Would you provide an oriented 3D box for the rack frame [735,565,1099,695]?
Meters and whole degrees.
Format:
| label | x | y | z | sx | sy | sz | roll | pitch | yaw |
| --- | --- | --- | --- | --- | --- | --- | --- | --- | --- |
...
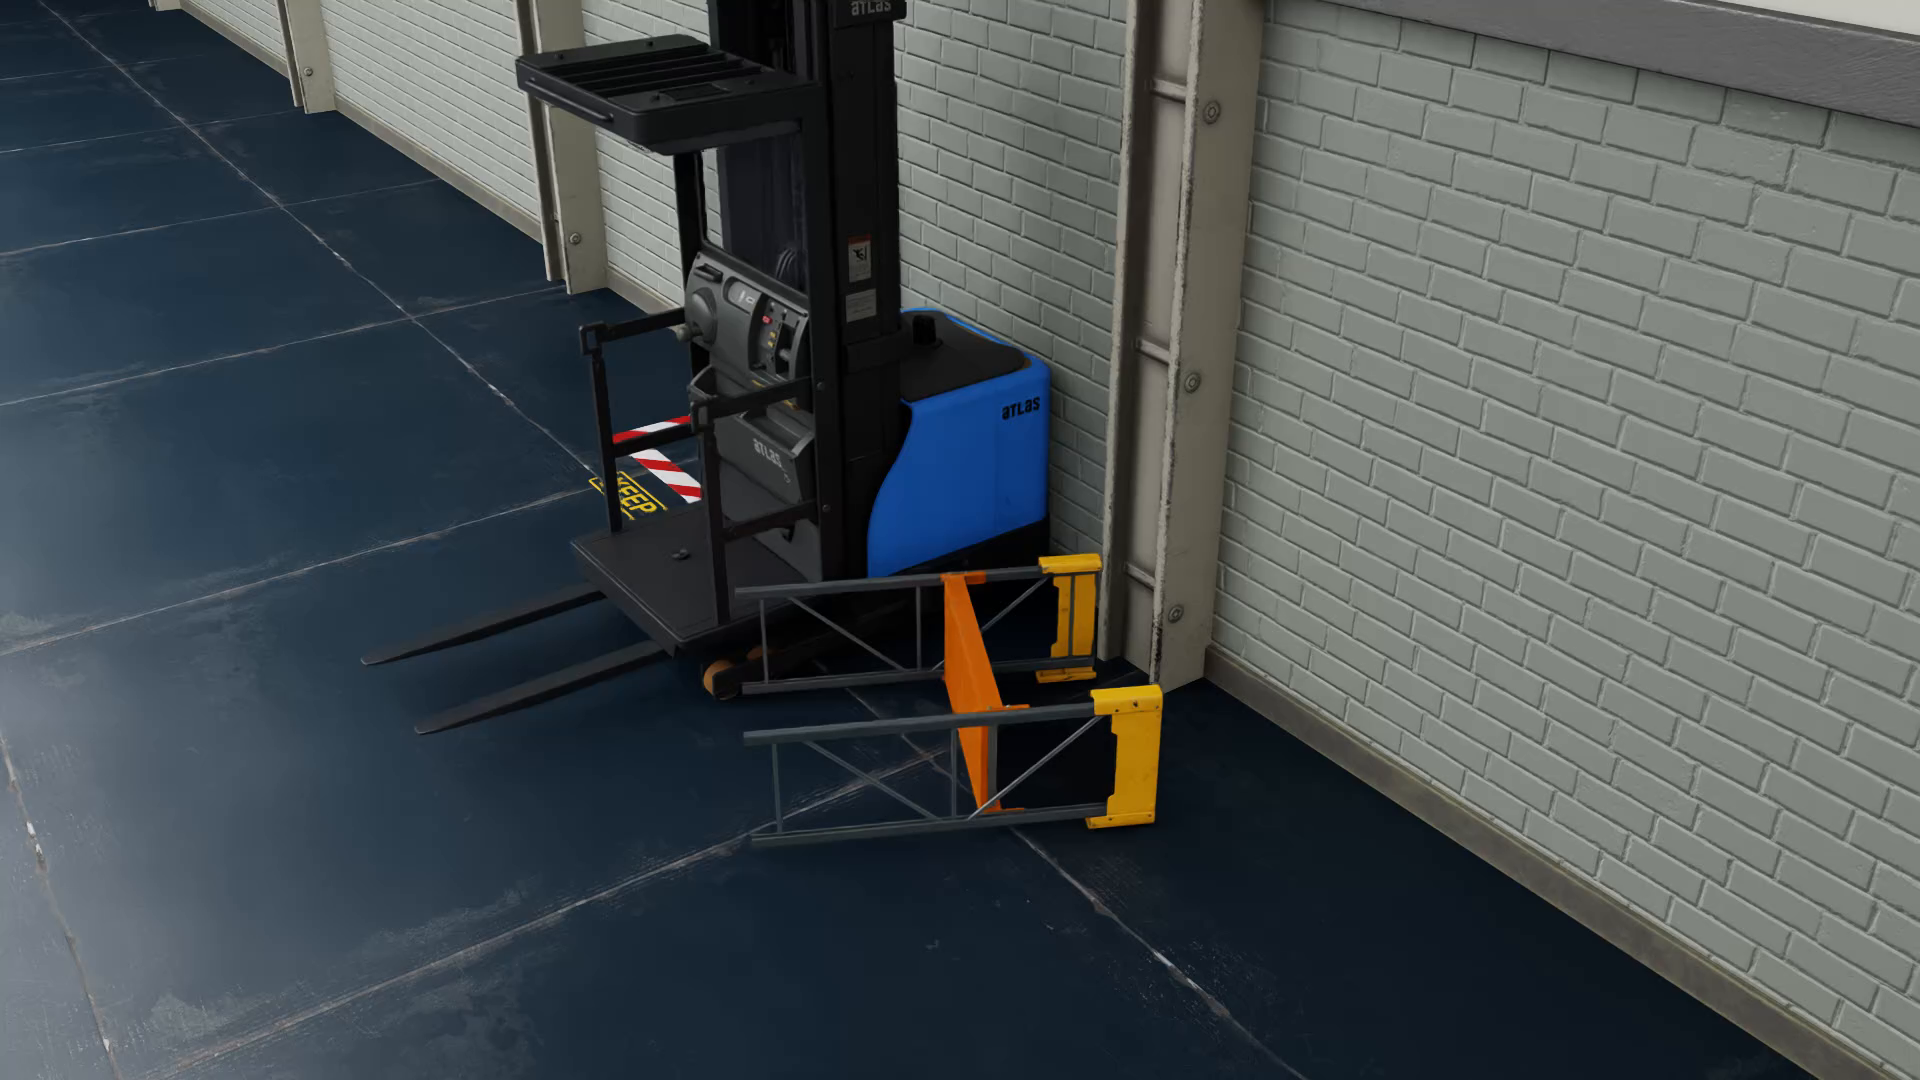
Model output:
| label | x | y | z | sx | sy | sz | roll | pitch | yaw |
| --- | --- | --- | --- | --- | --- | --- | --- | --- | --- |
| rack frame | -0.168 | 0.368 | 6.931 | 1.500 | 0.500 | 0.032 | -4 | 29 | -7 |

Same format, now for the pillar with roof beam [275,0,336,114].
| label | x | y | z | sx | sy | sz | roll | pitch | yaw |
| --- | --- | --- | --- | --- | --- | --- | --- | --- | --- |
| pillar with roof beam | -9.631 | -6.884 | 11.497 | 9.100 | 9.000 | 0.400 | -19 | 34 | -31 |

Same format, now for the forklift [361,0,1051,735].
| label | x | y | z | sx | sy | sz | roll | pitch | yaw |
| --- | --- | --- | --- | --- | --- | --- | --- | --- | --- |
| forklift | -1.064 | -0.901 | 6.837 | 3.031 | 2.935 | 1.130 | -19 | 34 | -31 |

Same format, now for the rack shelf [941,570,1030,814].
| label | x | y | z | sx | sy | sz | roll | pitch | yaw |
| --- | --- | --- | --- | --- | --- | --- | --- | --- | --- |
| rack shelf | 0.085 | 0.595 | 6.512 | 0.185 | 0.538 | 1.000 | -4 | 29 | -7 |

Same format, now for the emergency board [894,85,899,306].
| label | x | y | z | sx | sy | sz | roll | pitch | yaw |
| --- | --- | --- | --- | --- | --- | --- | --- | --- | --- |
| emergency board | -0.566 | -1.746 | 8.322 | 0.194 | 1.169 | 0.643 | -19 | 34 | -31 |

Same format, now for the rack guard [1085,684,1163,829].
| label | x | y | z | sx | sy | sz | roll | pitch | yaw |
| --- | --- | --- | --- | --- | --- | --- | --- | --- | --- |
| rack guard | 0.600 | 0.803 | 6.129 | 0.250 | 0.587 | 0.087 | -4 | 29 | -7 |

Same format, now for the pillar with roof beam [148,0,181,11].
| label | x | y | z | sx | sy | sz | roll | pitch | yaw |
| --- | --- | --- | --- | --- | --- | --- | --- | --- | --- |
| pillar with roof beam | -13.111 | -9.217 | 15.792 | 9.100 | 9.000 | 0.400 | -19 | 34 | -31 |

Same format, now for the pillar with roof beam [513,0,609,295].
| label | x | y | z | sx | sy | sz | roll | pitch | yaw |
| --- | --- | --- | --- | --- | --- | --- | --- | --- | --- |
| pillar with roof beam | -6.150 | -4.552 | 7.202 | 9.100 | 9.000 | 0.400 | -19 | 34 | -31 |

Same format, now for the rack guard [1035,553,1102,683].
| label | x | y | z | sx | sy | sz | roll | pitch | yaw |
| --- | --- | --- | --- | --- | --- | --- | --- | --- | --- |
| rack guard | 0.453 | 0.333 | 6.995 | 0.250 | 0.587 | 0.087 | -4 | 29 | -7 |

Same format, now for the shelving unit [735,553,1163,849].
| label | x | y | z | sx | sy | sz | roll | pitch | yaw |
| --- | --- | --- | --- | --- | --- | --- | --- | --- | --- |
| shelving unit | -0.091 | 0.612 | 6.481 | 1.500 | 0.587 | 1.083 | -4 | 29 | -7 |

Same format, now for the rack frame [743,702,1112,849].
| label | x | y | z | sx | sy | sz | roll | pitch | yaw |
| --- | --- | --- | --- | --- | --- | --- | --- | --- | --- |
| rack frame | -0.018 | 0.848 | 6.047 | 1.500 | 0.500 | 0.032 | -4 | 29 | -7 |

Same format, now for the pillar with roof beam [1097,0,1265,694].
| label | x | y | z | sx | sy | sz | roll | pitch | yaw |
| --- | --- | --- | --- | --- | --- | --- | --- | --- | --- |
| pillar with roof beam | -2.670 | -2.219 | 2.907 | 9.100 | 9.000 | 0.400 | -19 | 34 | -31 |
